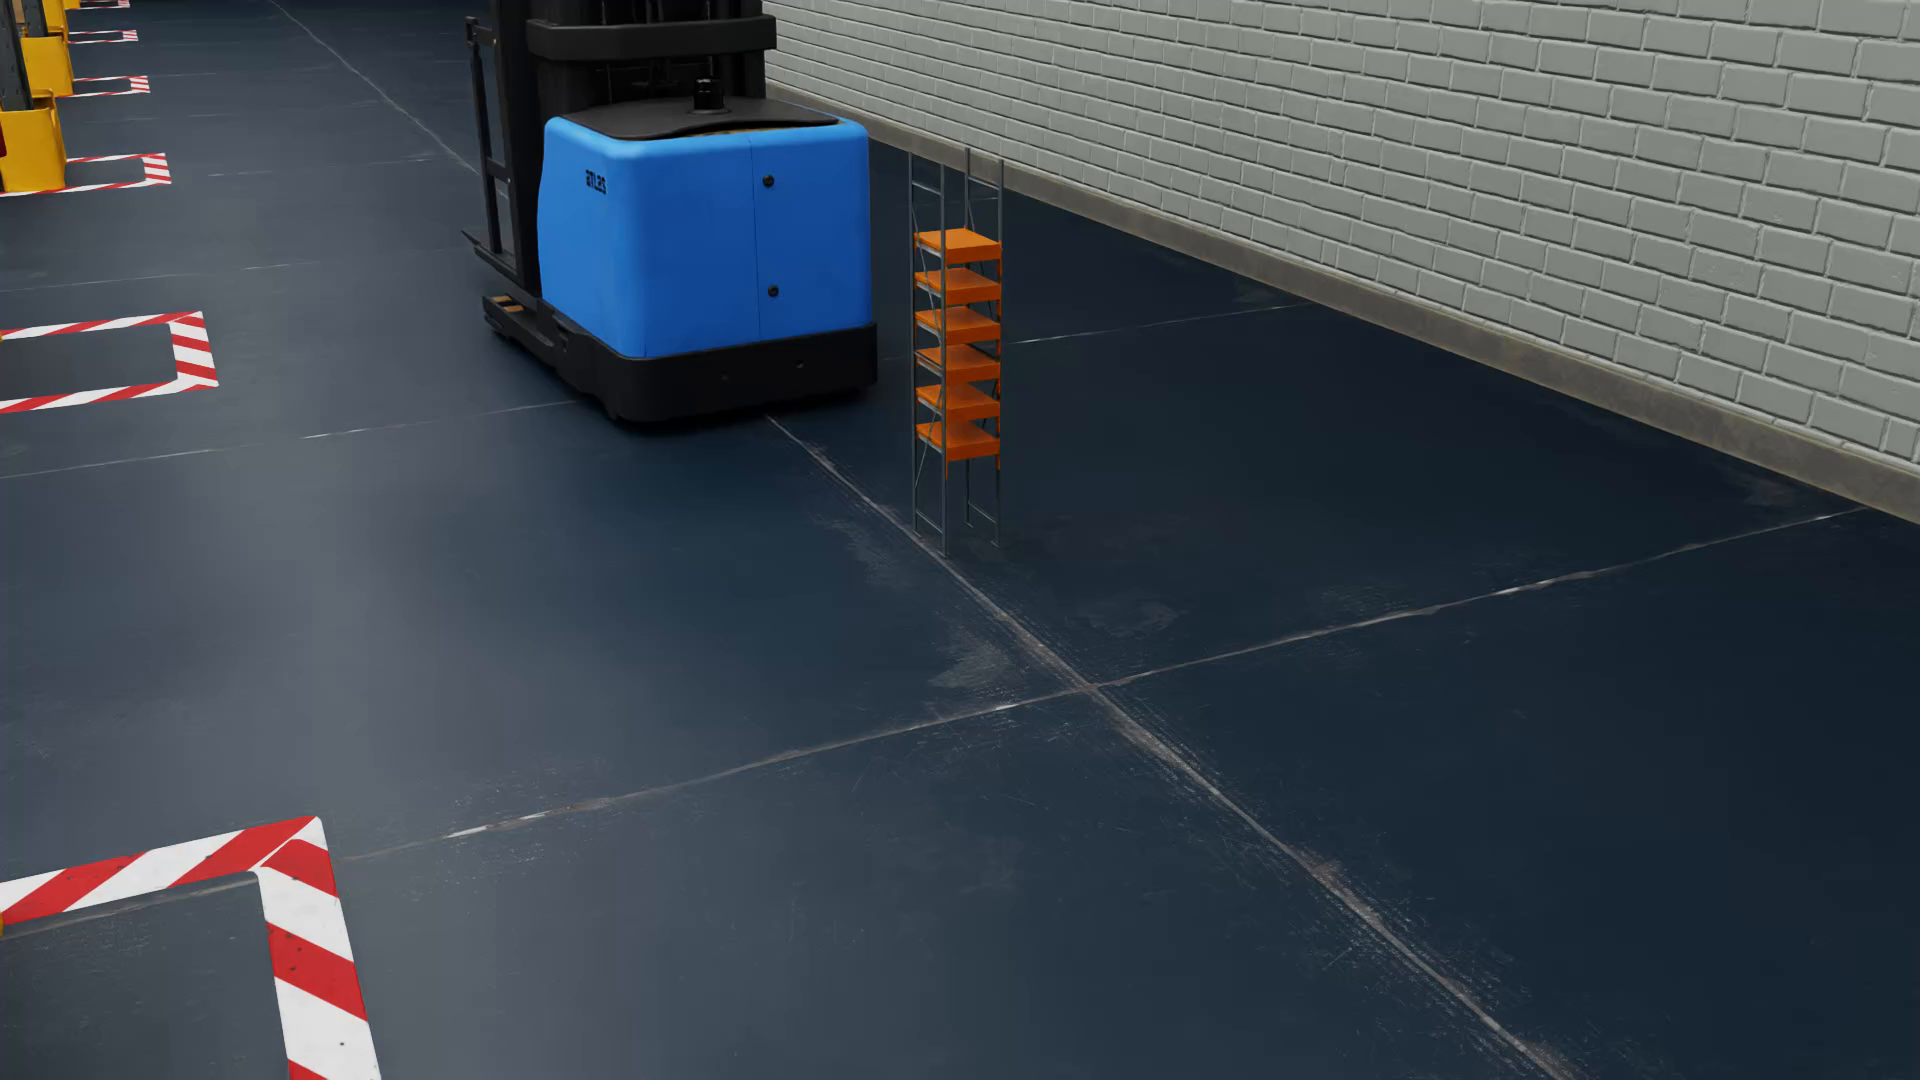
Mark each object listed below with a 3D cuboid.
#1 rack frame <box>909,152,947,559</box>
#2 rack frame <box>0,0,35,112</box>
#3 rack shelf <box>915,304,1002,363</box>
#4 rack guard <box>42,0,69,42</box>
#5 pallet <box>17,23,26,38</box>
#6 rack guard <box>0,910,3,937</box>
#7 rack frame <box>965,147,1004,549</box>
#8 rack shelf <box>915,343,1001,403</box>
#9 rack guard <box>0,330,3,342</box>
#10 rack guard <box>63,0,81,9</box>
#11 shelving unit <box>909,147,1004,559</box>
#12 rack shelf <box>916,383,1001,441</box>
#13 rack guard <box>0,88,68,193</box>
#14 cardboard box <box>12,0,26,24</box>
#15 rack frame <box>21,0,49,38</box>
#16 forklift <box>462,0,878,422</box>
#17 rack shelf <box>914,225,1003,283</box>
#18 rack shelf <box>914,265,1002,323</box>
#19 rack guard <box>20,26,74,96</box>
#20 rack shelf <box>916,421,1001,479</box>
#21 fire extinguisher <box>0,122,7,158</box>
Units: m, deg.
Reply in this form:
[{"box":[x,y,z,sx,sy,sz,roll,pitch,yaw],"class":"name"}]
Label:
[{"box":[-0.095,-0.537,4.978,0.006,1.200,0.240,-10,25,-24],"class":"rack frame"},{"box":[-6.195,-3.816,10.546,0.127,3.000,1.000,-10,25,-24],"class":"rack frame"},{"box":[-0.013,-0.622,4.986,0.180,0.103,0.258,-10,25,-24],"class":"rack shelf"},{"box":[-10.557,-6.063,19.243,0.348,0.500,1.175,-10,25,-24],"class":"rack guard"},{"box":[-11.275,-5.797,18.978,1.213,0.211,1.003,-10,25,-24],"class":"pallet"},{"box":[-1.876,0.751,2.783,0.348,0.500,1.175,-10,25,-24],"class":"rack guard"},{"box":[0.069,-0.567,5.051,0.006,1.200,0.240,-10,25,-24],"class":"rack frame"},{"box":[-0.013,-0.511,5.032,0.180,0.103,0.258,-10,25,-24],"class":"rack shelf"},{"box":[-4.204,-0.922,6.824,0.348,0.500,1.175,-10,25,-24],"class":"rack guard"},{"box":[-12.619,-7.786,23.405,0.348,0.500,1.175,-10,25,-24],"class":"rack guard"},{"box":[-0.013,-0.552,5.015,0.189,1.200,0.258,-10,25,-24],"class":"shelving unit"},{"box":[-0.013,-0.400,5.078,0.180,0.103,0.258,-10,25,-24],"class":"rack shelf"},{"box":[-6.174,-2.665,11.034,0.348,0.500,1.175,-10,25,-24],"class":"rack guard"},{"box":[-10.872,-6.104,18.766,0.500,0.500,0.500,-10,25,-24],"class":"cardboard box"},{"box":[-8.344,-5.523,14.670,0.127,3.000,1.000,-10,25,-24],"class":"rack frame"},{"box":[-1.499,-2.306,6.989,1.130,2.935,3.031,-12,26,-28],"class":"forklift"},{"box":[-0.013,-0.844,4.894,0.180,0.103,0.258,-10,25,-24],"class":"rack shelf"},{"box":[-0.013,-0.733,4.940,0.180,0.103,0.258,-10,25,-24],"class":"rack shelf"},{"box":[-8.328,-4.376,15.168,0.348,0.500,1.175,-10,25,-24],"class":"rack guard"},{"box":[-0.013,-0.289,5.124,0.180,0.103,0.258,-10,25,-24],"class":"rack shelf"},{"box":[-3.708,-1.764,6.179,0.183,0.674,0.296,-10,25,-24],"class":"fire extinguisher"}]
